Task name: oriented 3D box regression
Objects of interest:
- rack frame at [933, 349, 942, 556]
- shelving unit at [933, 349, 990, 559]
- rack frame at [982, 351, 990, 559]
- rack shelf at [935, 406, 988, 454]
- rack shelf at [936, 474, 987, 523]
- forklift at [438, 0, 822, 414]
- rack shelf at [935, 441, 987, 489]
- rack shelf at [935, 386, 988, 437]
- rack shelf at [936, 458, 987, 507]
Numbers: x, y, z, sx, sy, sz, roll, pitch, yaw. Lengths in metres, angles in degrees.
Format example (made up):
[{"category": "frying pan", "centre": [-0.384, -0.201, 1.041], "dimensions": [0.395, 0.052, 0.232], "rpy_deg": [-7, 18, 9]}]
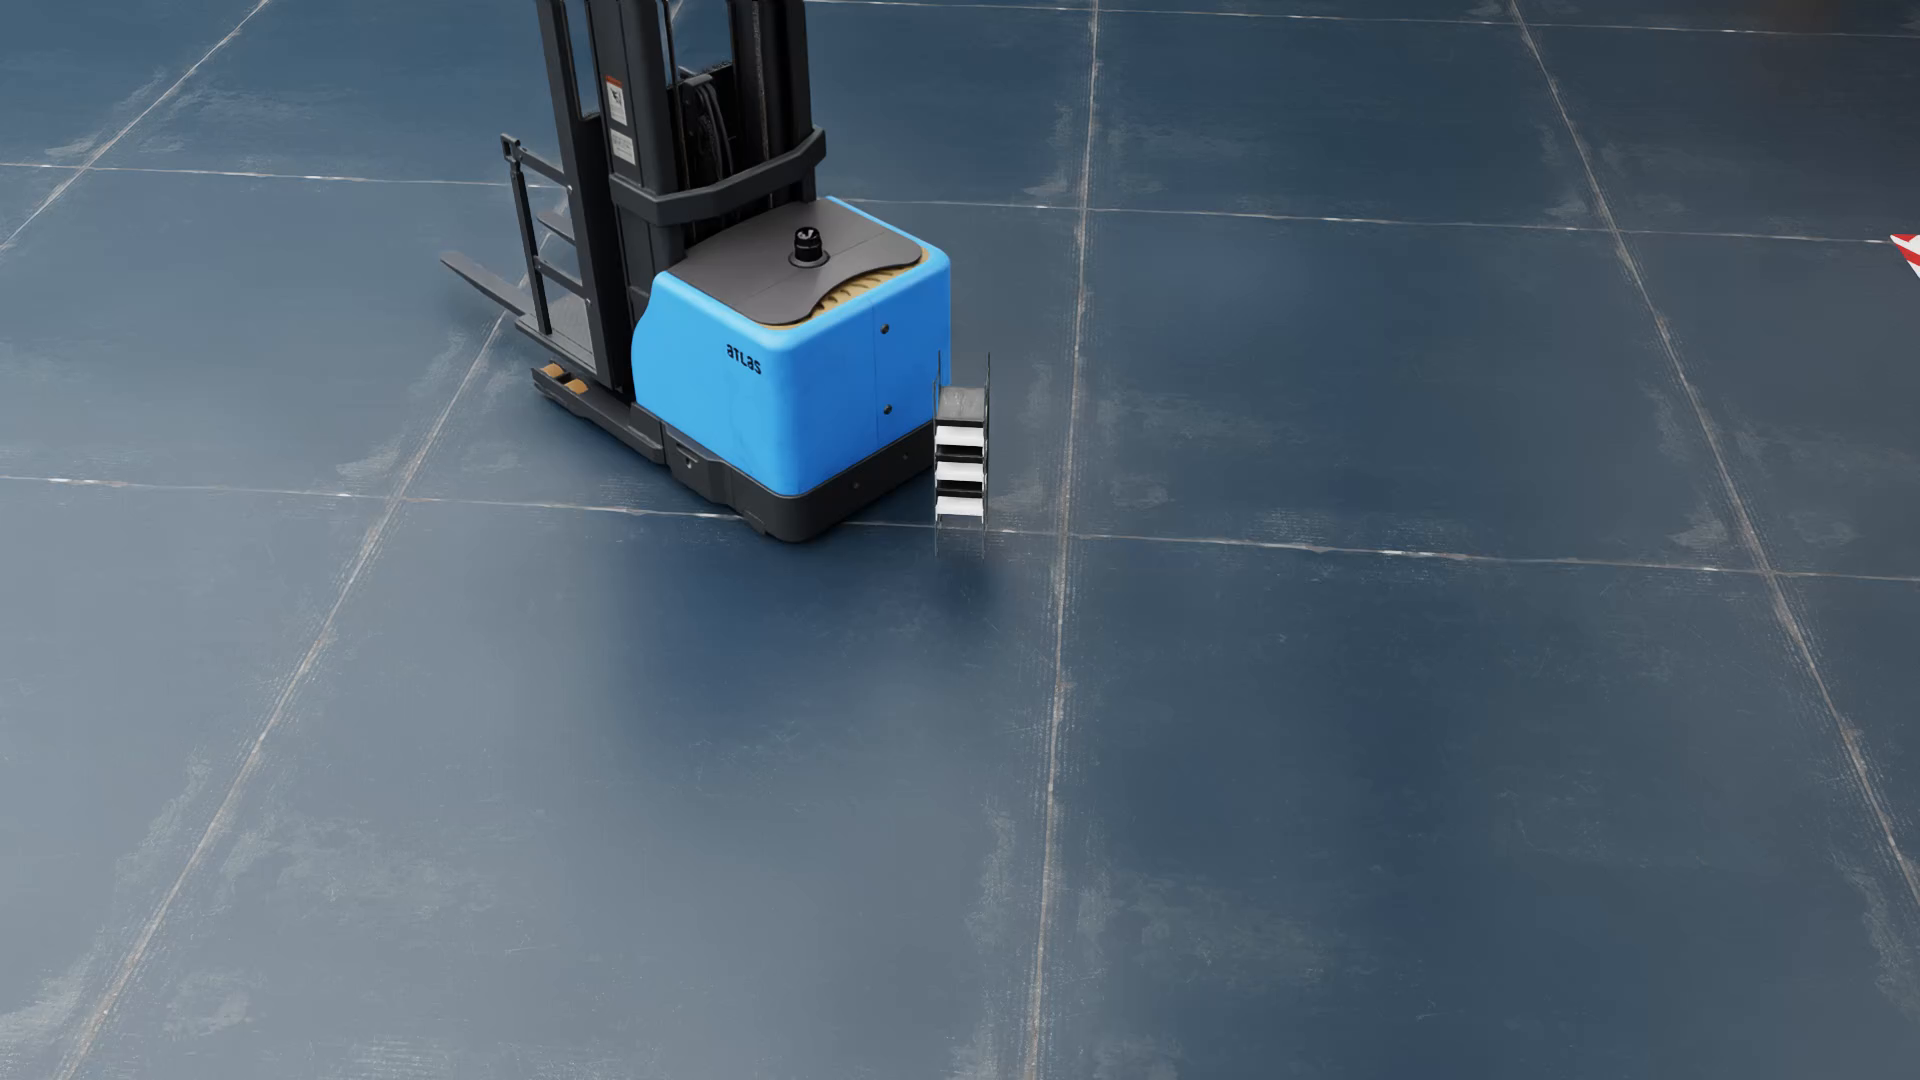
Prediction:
[{"category": "rack frame", "centre": [-0.093, -0.354, 6.972], "dimensions": [0.006, 0.900, 0.240], "rpy_deg": [3, 39, 4]}, {"category": "shelving unit", "centre": [0.008, -0.349, 6.965], "dimensions": [0.210, 0.900, 0.258], "rpy_deg": [3, 39, 4]}, {"category": "rack frame", "centre": [0.109, -0.343, 6.959], "dimensions": [0.006, 0.900, 0.240], "rpy_deg": [3, 39, 4]}, {"category": "rack shelf", "centre": [0.008, -0.462, 6.873], "dimensions": [0.200, 0.077, 0.258], "rpy_deg": [3, 39, 4]}, {"category": "rack shelf", "centre": [0.008, -0.183, 7.100], "dimensions": [0.200, 0.077, 0.258], "rpy_deg": [3, 39, 4]}, {"category": "forklift", "centre": [-1.461, -1.946, 7.369], "dimensions": [2.937, 2.867, 1.118], "rpy_deg": [32, 49, 33]}, {"category": "rack shelf", "centre": [0.008, -0.323, 6.986], "dimensions": [0.200, 0.077, 0.258], "rpy_deg": [3, 39, 4]}, {"category": "rack shelf", "centre": [0.008, -0.532, 6.816], "dimensions": [0.200, 0.077, 0.258], "rpy_deg": [3, 39, 4]}, {"category": "rack shelf", "centre": [0.008, -0.253, 7.043], "dimensions": [0.200, 0.077, 0.258], "rpy_deg": [3, 39, 4]}]
